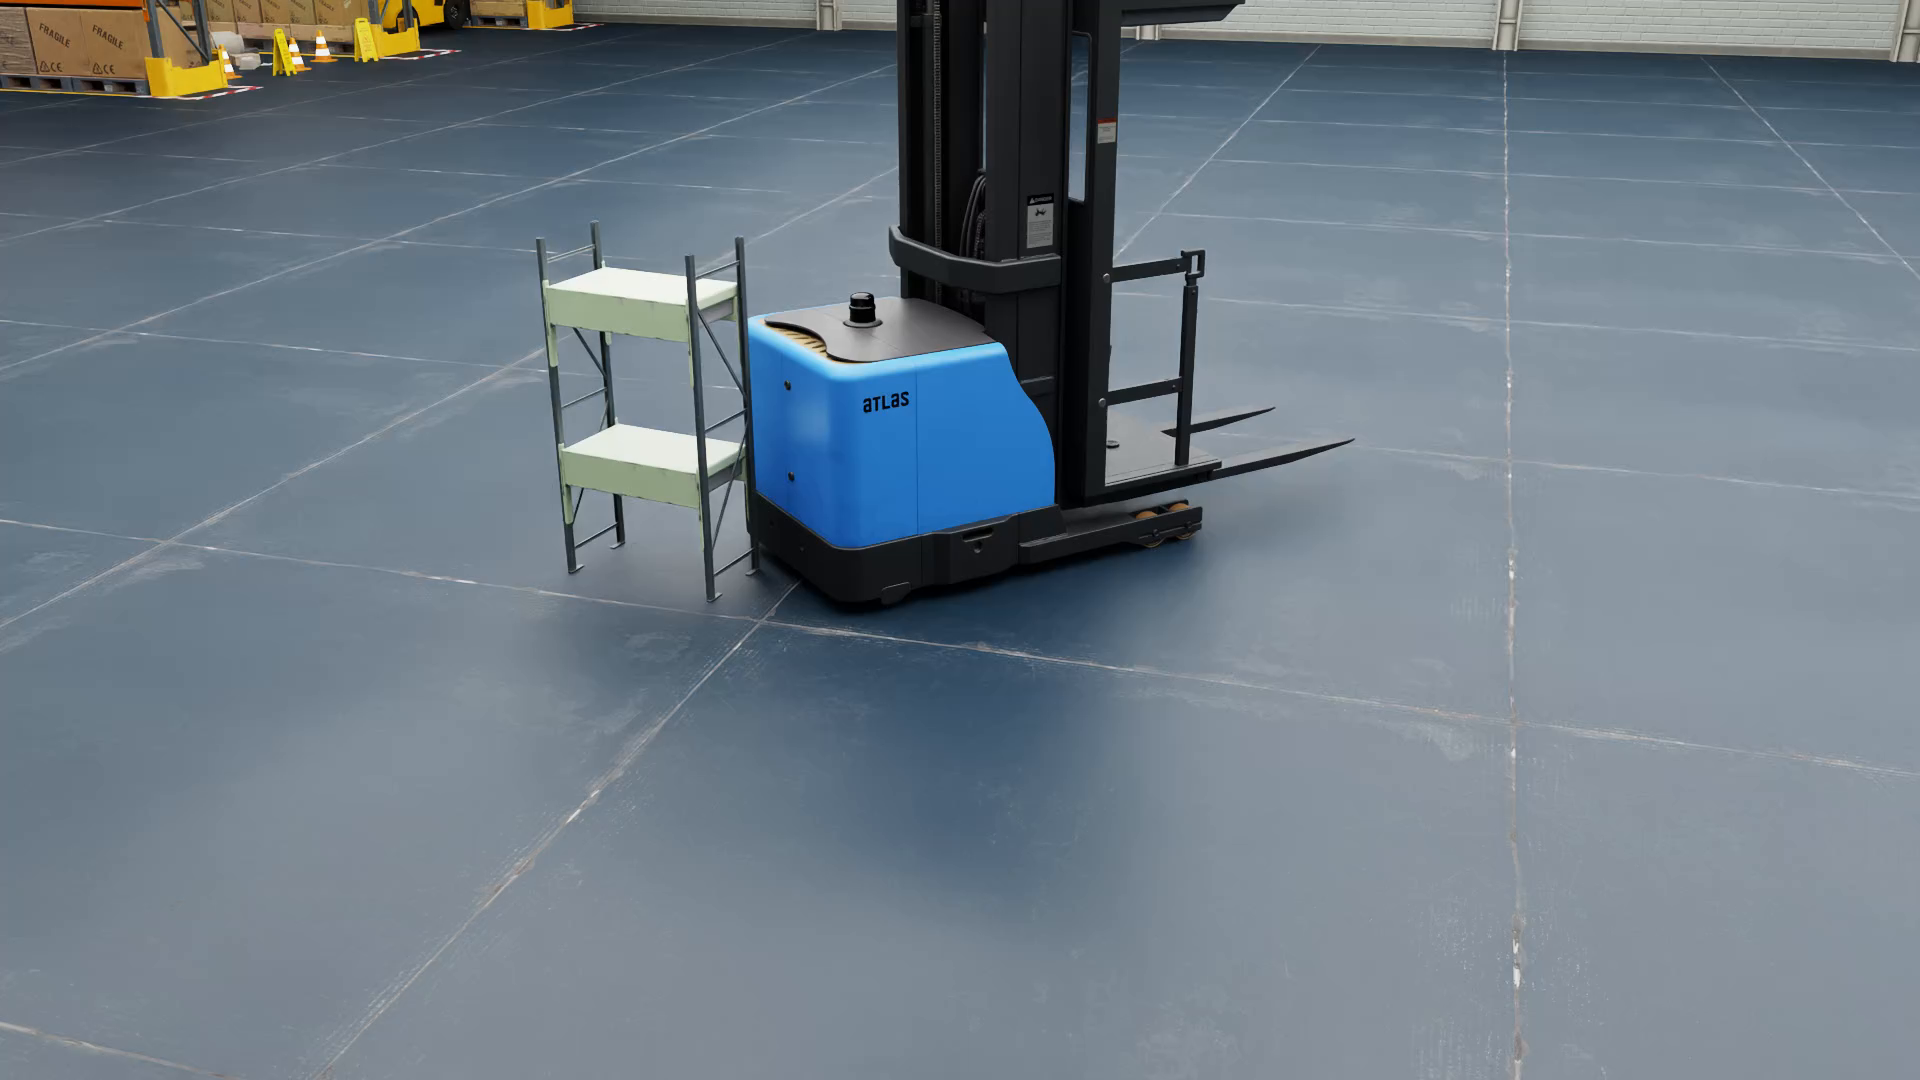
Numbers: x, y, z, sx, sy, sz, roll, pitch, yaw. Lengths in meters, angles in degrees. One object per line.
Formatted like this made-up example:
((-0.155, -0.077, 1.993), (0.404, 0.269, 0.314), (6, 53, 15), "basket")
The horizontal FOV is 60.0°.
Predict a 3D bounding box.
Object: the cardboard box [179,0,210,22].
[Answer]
((-12.533, -8.865, 27.511), (0.500, 0.500, 0.500), (8, 24, 18), "cardboard box")

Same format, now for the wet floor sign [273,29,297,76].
((-9.924, -7.138, 24.321), (0.232, 0.644, 0.267), (3, 22, 6), "wet floor sign")

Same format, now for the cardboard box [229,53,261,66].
((-11.028, -7.411, 25.641), (0.380, 0.149, 0.250), (-20, 29, -39), "cardboard box")

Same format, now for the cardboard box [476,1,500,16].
((-8.775, -10.041, 31.366), (0.500, 0.250, 0.500), (7, 23, 15), "cardboard box")

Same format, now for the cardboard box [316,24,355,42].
((-10.065, -8.236, 26.965), (0.500, 0.250, 0.500), (6, 23, 15), "cardboard box")

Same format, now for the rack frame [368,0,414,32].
((-9.190, -9.320, 26.539), (0.127, 3.000, 1.000), (7, 23, 16), "rack frame")

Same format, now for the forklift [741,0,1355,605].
((0.540, -1.479, 7.514), (3.031, 2.935, 1.130), (-13, 26, -28), "forklift")

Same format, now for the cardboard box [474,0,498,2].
((-8.793, -10.276, 31.281), (0.500, 0.250, 0.500), (6, 23, 15), "cardboard box")

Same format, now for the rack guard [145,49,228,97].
((-10.500, -6.352, 22.596), (0.348, 0.500, 1.175), (7, 23, 16), "rack guard")

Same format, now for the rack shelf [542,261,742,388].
((-1.321, -0.916, 6.999), (0.720, 0.370, 0.431), (10, 24, 23), "rack shelf")

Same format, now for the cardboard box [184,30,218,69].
((-11.603, -7.438, 25.240), (0.637, 0.503, 0.797), (-9, 24, -21), "cardboard box")

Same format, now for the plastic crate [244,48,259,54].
((-11.754, -7.938, 27.016), (0.583, 0.080, 0.402), (-1, 22, -3), "plastic crate")

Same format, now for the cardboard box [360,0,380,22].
((-9.906, -8.781, 27.305), (0.500, 0.500, 0.500), (6, 23, 14), "cardboard box")

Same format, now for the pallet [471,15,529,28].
((-8.504, -9.903, 31.633), (1.213, 0.211, 1.003), (7, 23, 16), "pallet")

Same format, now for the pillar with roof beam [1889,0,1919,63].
((13.567, -10.108, 20.556), (0.400, 9.000, 9.100), (7, 23, 16), "pillar with roof beam")

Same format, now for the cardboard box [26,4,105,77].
((-12.035, -6.868, 22.807), (0.875, 0.875, 0.875), (6, 23, 15), "cardboard box")

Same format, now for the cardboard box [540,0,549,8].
((-8.174, -10.171, 31.683), (0.500, 0.250, 0.500), (7, 23, 16), "cardboard box")

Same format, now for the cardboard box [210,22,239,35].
((-12.019, -8.464, 27.521), (0.500, 0.250, 0.500), (8, 24, 19), "cardboard box")

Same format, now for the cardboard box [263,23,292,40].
((-11.038, -8.348, 27.239), (0.500, 0.250, 0.500), (6, 23, 14), "cardboard box")

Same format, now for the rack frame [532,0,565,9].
((-7.760, -11.124, 30.937), (0.127, 3.000, 1.000), (7, 23, 16), "rack frame")

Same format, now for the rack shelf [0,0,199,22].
((-12.438, -7.397, 22.799), (4.000, 0.370, 1.077), (7, 23, 16), "rack shelf")

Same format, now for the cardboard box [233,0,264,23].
((-11.521, -8.753, 27.238), (0.500, 0.500, 0.500), (8, 24, 18), "cardboard box")

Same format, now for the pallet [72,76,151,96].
((-11.312, -6.280, 22.801), (1.213, 0.211, 1.003), (7, 23, 15), "pallet")

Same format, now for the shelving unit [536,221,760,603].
((-1.321, -0.555, 7.147), (0.755, 1.500, 0.431), (10, 24, 23), "shelving unit")

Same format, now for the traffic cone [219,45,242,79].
((-10.622, -6.911, 24.009), (0.334, 0.463, 0.336), (7, 23, 16), "traffic cone")

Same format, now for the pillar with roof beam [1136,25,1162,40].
((2.079, -11.424, 23.763), (0.400, 9.000, 9.100), (7, 23, 16), "pillar with roof beam")

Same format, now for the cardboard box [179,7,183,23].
((-13.523, -8.794, 28.165), (0.625, 0.372, 0.950), (7, 23, 16), "cardboard box")

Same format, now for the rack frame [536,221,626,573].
((-1.652, -0.615, 7.292), (0.023, 1.500, 0.400), (10, 24, 23), "rack frame")

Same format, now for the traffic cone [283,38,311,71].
((-9.970, -7.284, 24.919), (0.334, 0.463, 0.336), (7, 23, 16), "traffic cone")

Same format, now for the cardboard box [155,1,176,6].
((-15.886, -11.007, 33.392), (0.500, 0.500, 0.500), (7, 23, 17), "cardboard box")

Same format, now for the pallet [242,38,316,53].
((-11.195, -8.275, 27.665), (1.213, 0.211, 1.003), (7, 23, 16), "pallet")

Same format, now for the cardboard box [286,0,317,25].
((-10.533, -8.638, 26.959), (0.500, 0.500, 0.500), (7, 23, 17), "cardboard box")

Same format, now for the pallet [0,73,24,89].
((-13.648, -6.547, 23.453), (1.213, 0.211, 1.003), (7, 23, 15), "pallet")

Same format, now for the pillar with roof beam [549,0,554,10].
((-9.410, -12.739, 26.970), (0.400, 9.000, 9.100), (7, 23, 16), "pillar with roof beam")
